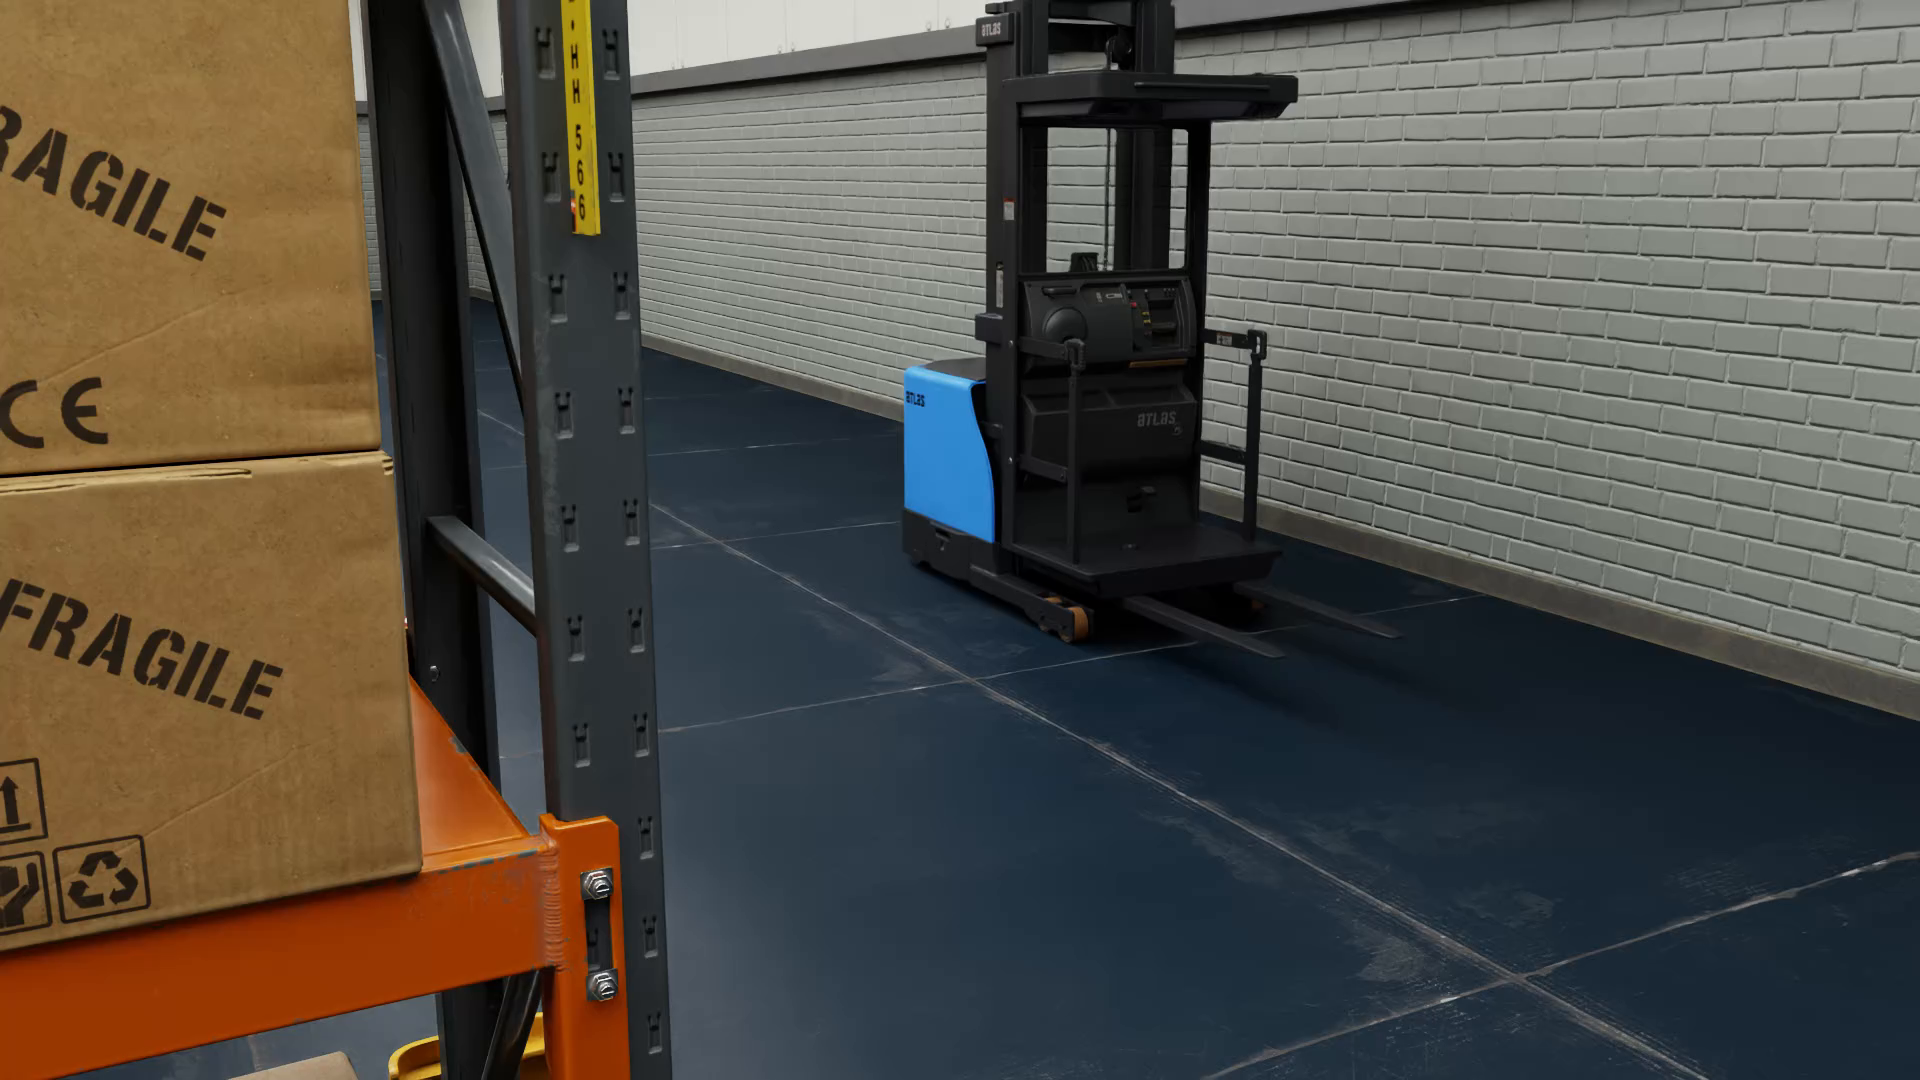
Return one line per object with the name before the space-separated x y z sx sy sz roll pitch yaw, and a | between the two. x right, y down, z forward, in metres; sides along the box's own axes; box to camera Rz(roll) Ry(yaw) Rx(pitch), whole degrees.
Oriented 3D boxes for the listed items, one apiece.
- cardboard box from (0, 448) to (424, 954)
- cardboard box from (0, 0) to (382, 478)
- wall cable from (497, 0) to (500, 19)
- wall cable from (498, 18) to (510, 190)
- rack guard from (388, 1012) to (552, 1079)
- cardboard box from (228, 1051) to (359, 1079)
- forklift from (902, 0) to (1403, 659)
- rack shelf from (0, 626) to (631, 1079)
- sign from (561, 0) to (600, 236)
cardboard box | -0.964 0.126 1.991 0.500 0.500 0.500 -7 14 -28
cardboard box | -0.977 -0.367 1.904 0.500 0.500 0.500 -6 14 -26
wall cable | -6.104 -8.581 22.814 0.112 2.526 3.097 -7 14 -28
wall cable | -7.401 -6.639 25.685 0.112 2.526 3.097 -7 14 -28
rack guard | -0.647 1.290 2.739 0.348 0.500 1.175 -7 14 -28
cardboard box | -1.199 1.207 2.295 0.875 0.438 0.875 -7 15 -30
forklift | 0.821 -1.077 7.717 1.130 2.935 3.031 -7 14 -27
rack shelf | -2.423 0.634 1.598 4.000 0.370 1.077 -7 14 -28
sign | -0.420 -0.502 1.829 0.005 0.325 0.100 -7 14 -28
